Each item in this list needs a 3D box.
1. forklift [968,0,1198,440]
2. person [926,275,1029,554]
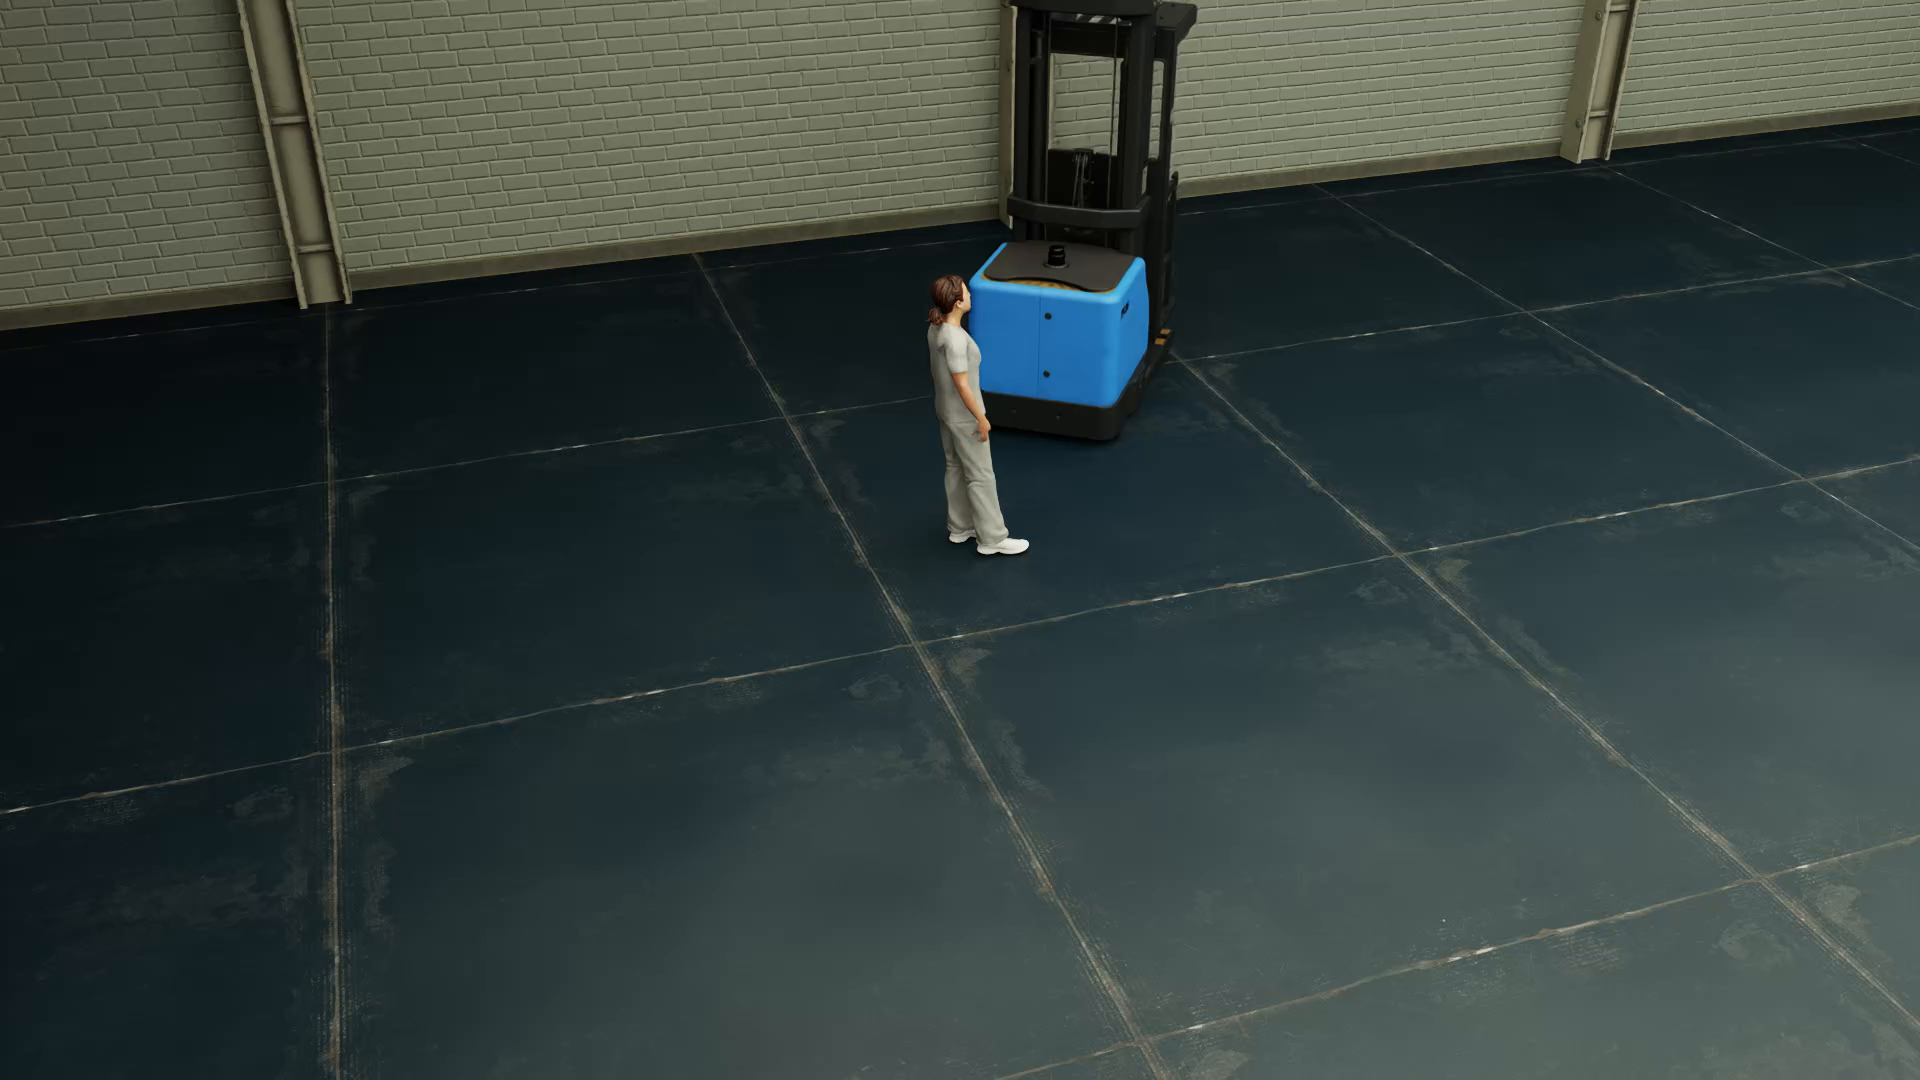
[{"bbox_3d":[0.981,-2.653,11.699,1.130,2.935,3.031,9,31,16],"label":"forklift"},{"bbox_3d":[0.074,-0.738,9.614,0.549,1.675,0.550,-10,31,-16],"label":"person"}]
